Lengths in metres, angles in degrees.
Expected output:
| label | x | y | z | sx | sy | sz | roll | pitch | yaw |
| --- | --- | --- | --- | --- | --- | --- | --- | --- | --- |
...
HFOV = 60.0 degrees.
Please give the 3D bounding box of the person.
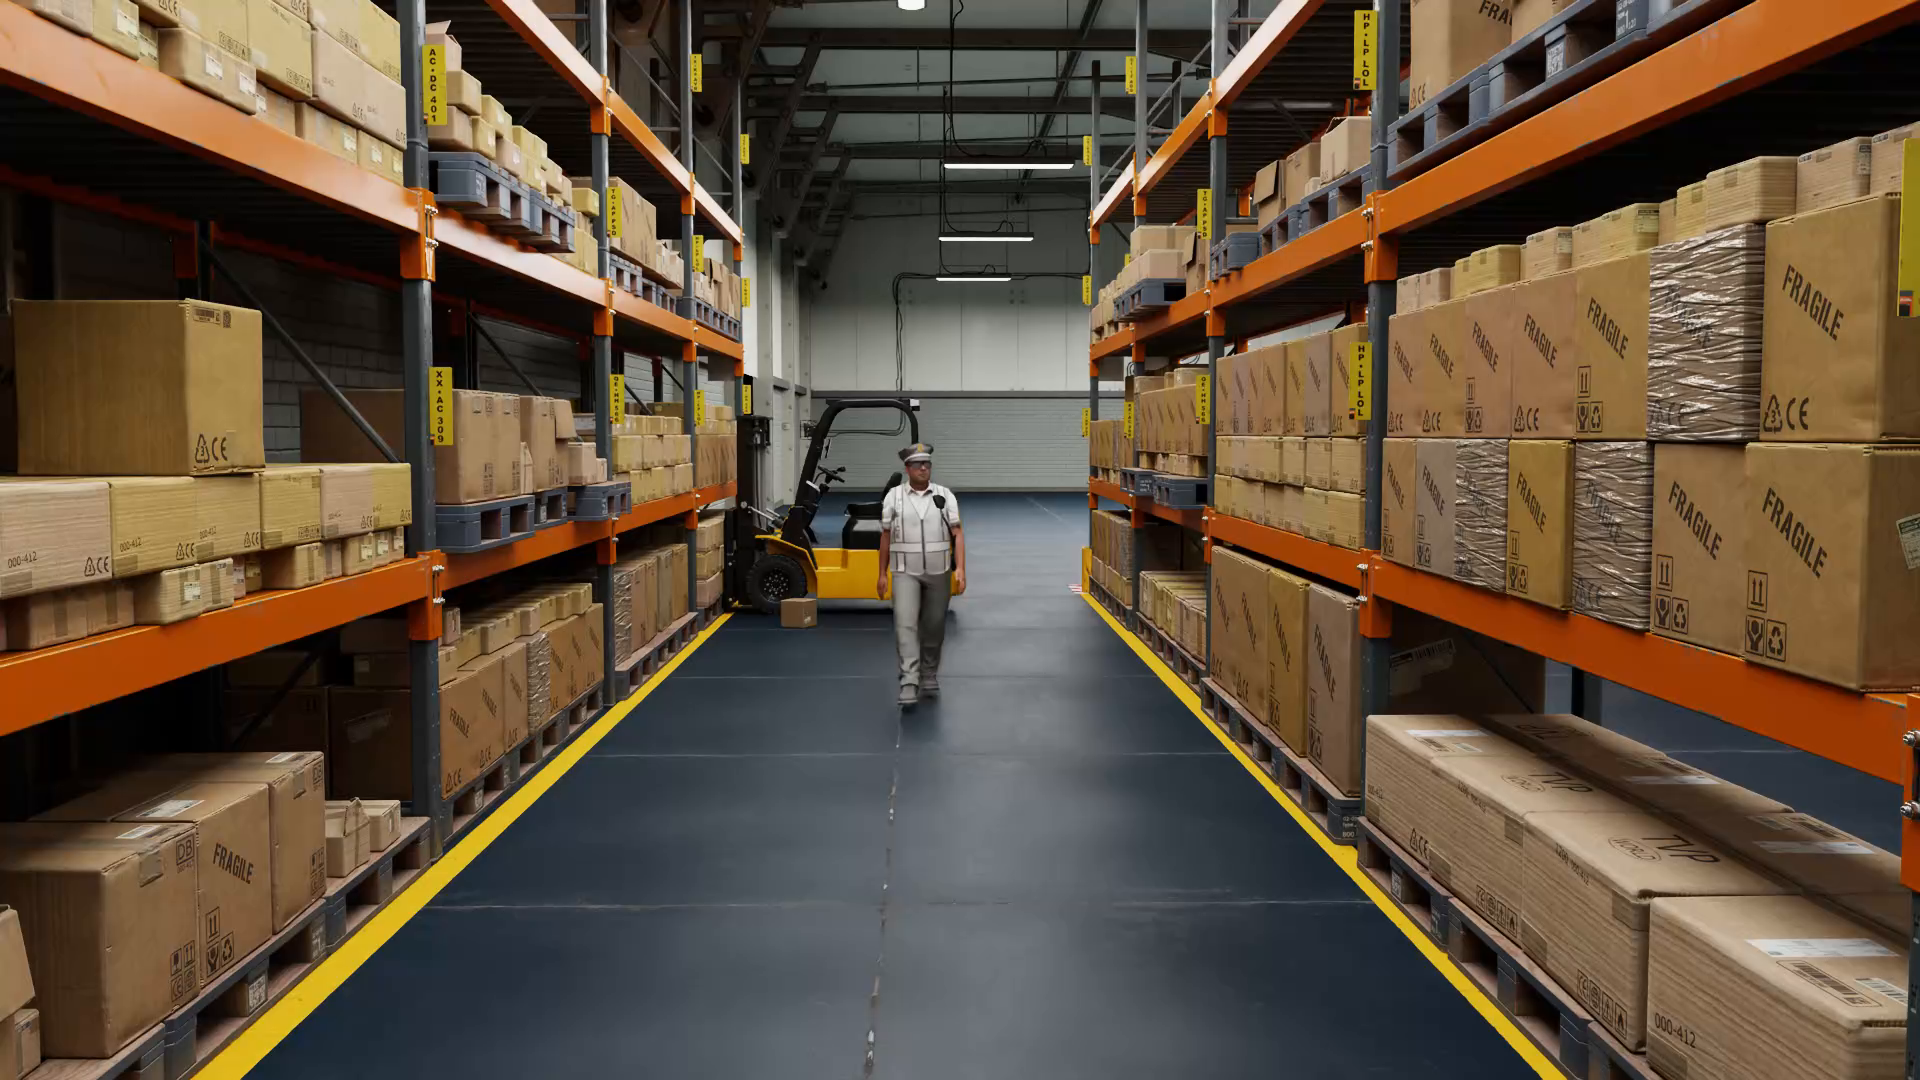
| label | x | y | z | sx | sy | sz | roll | pitch | yaw |
| --- | --- | --- | --- | --- | --- | --- | --- | --- | --- |
| person | -0.245 | 0.205 | 11.185 | 0.576 | 1.718 | 0.989 | -1 | 4 | -9 |
